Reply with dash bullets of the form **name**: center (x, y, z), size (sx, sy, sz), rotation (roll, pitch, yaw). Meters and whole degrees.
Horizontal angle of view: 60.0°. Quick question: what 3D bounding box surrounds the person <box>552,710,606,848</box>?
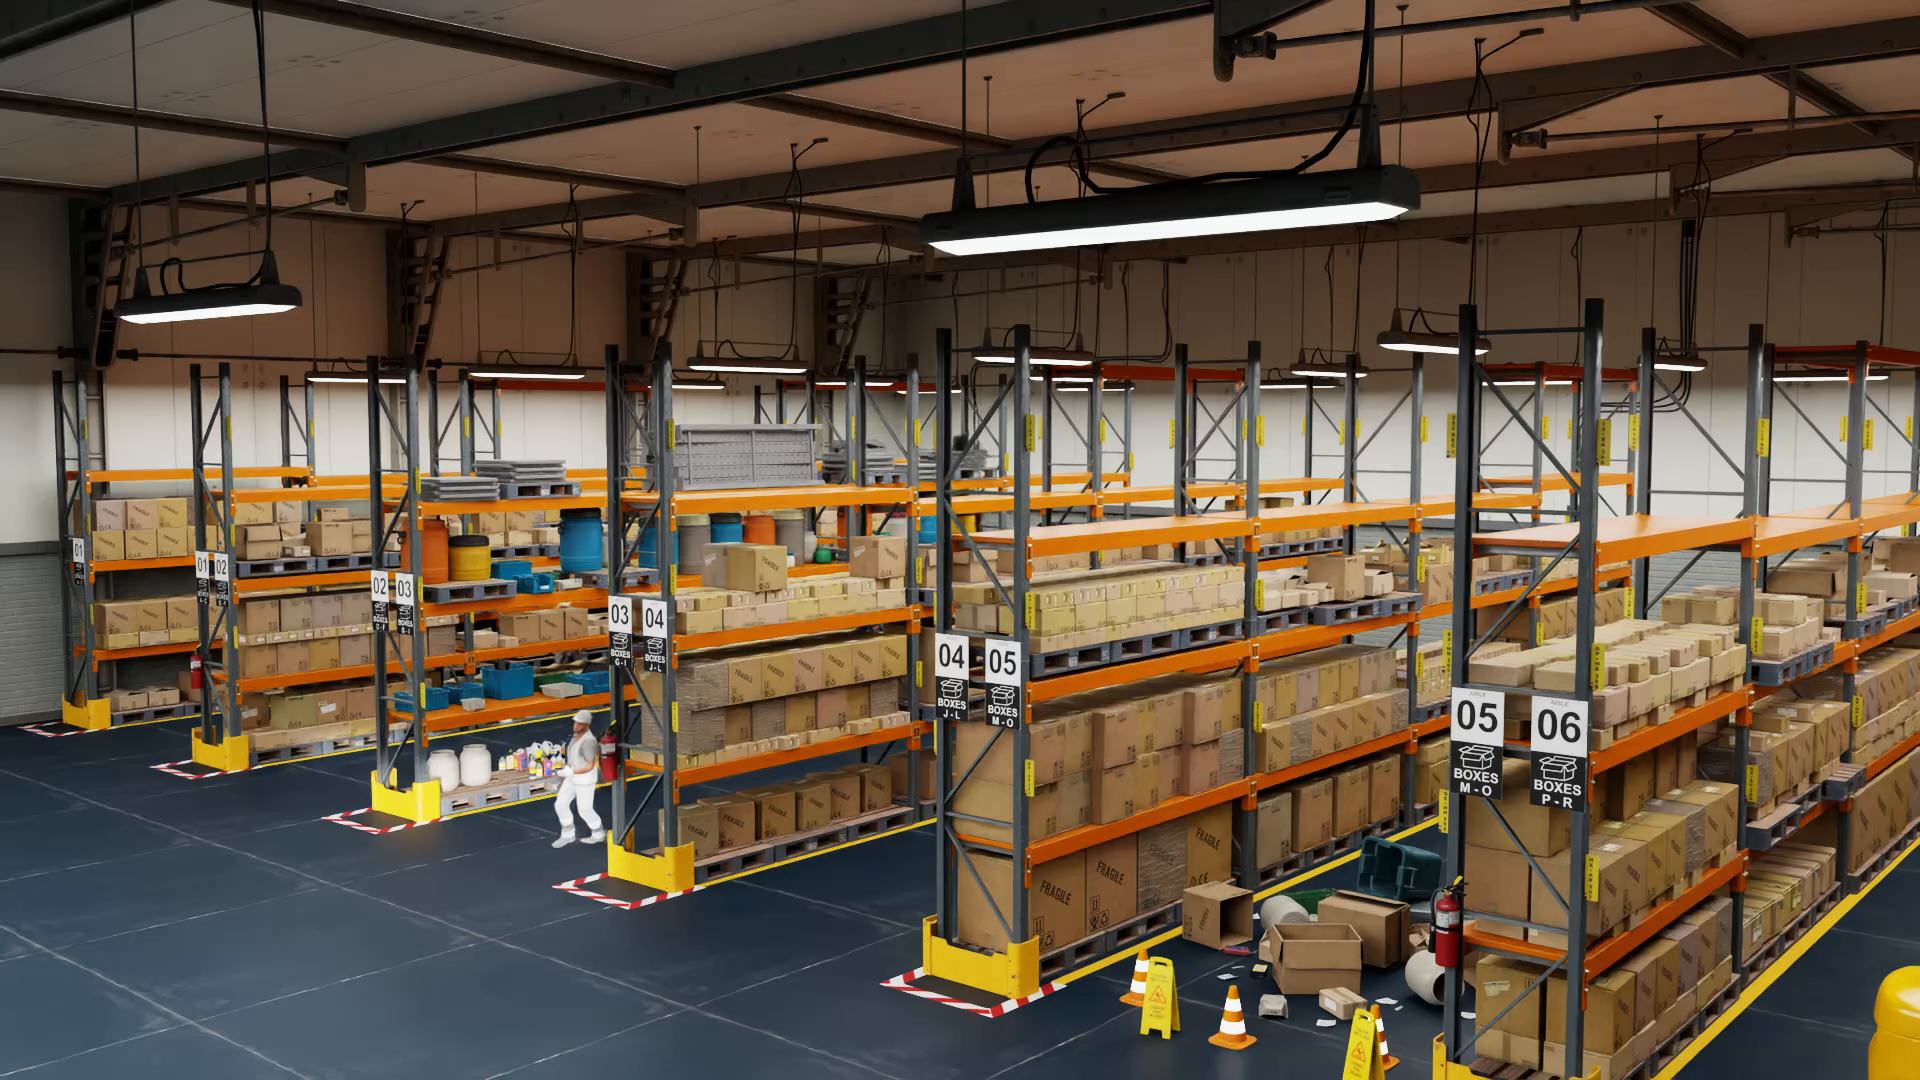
- **person**: center (-4.514, 2.861, 19.844), size (0.684, 1.742, 0.827), rotation (-3, 5, -33)

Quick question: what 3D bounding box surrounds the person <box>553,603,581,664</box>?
- **person**: center (-7.533, 1.993, 32.013), size (0.630, 1.736, 0.586), rotation (1, 4, 8)
